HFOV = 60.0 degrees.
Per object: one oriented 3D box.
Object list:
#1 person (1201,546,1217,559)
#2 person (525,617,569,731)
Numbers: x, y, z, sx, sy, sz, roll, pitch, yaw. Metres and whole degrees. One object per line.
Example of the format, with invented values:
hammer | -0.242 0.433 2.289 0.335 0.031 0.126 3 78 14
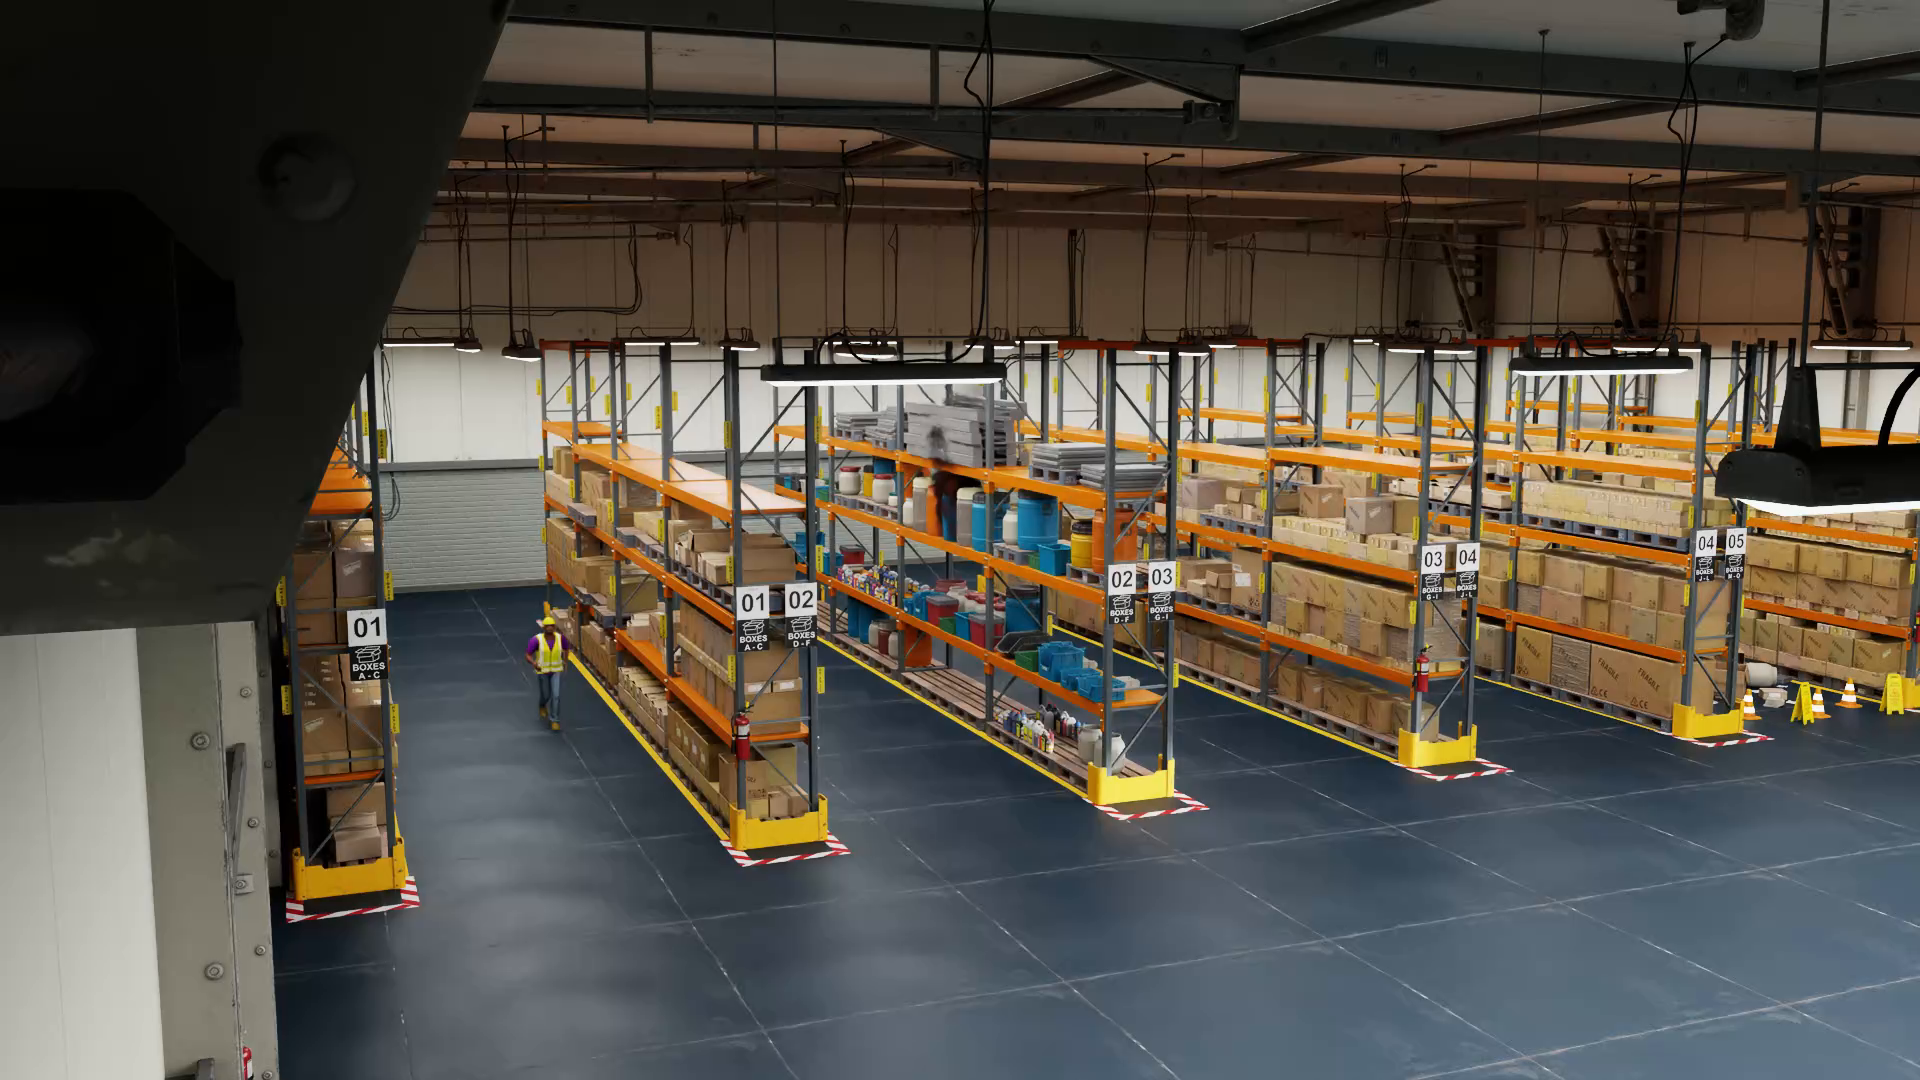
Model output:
person | 6.309 -0.005 42.153 0.597 1.721 0.736 -2 8 -16
person | -6.466 2.070 26.152 0.707 1.755 0.884 -3 8 -22
